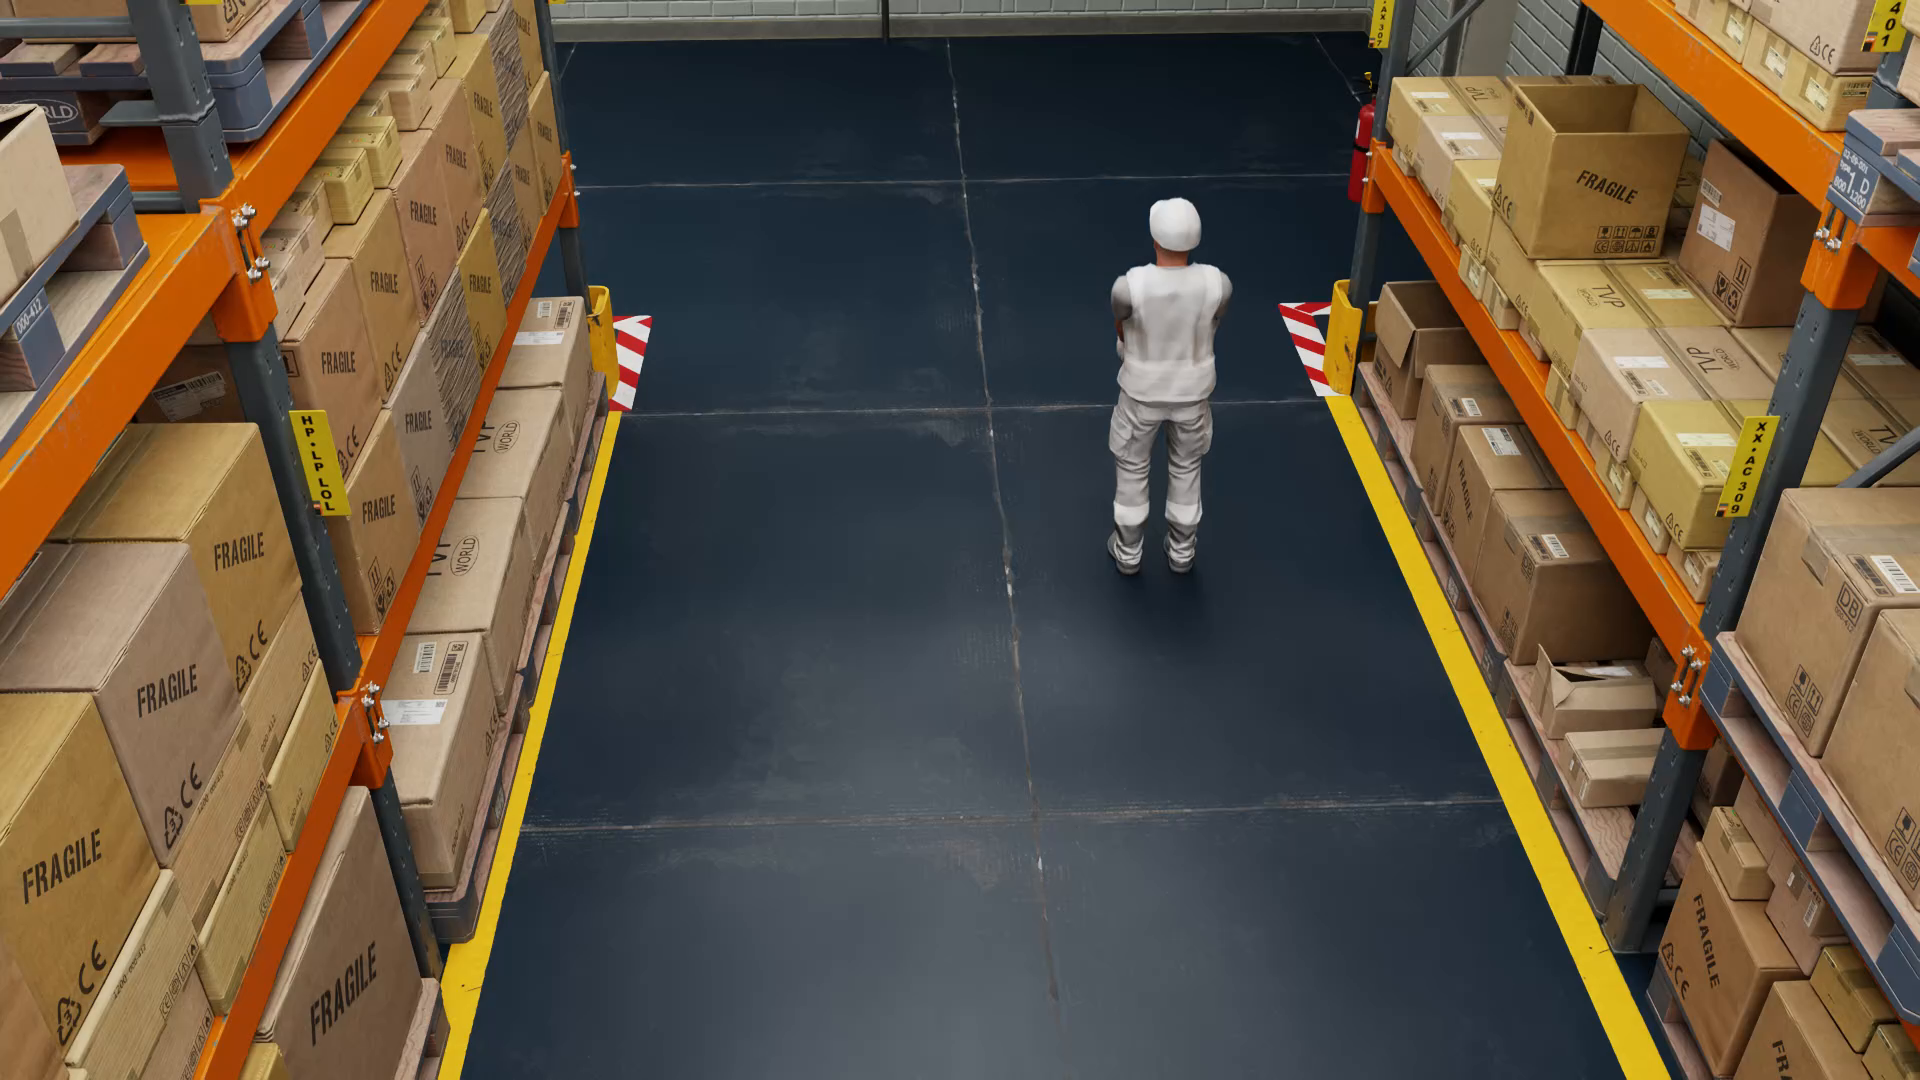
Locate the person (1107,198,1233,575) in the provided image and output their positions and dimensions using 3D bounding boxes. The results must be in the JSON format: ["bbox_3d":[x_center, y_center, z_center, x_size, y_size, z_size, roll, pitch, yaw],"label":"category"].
[{"bbox_3d":[0.854,-0.689,7.116,0.494,1.782,0.569,-1,35,-1],"label":"person"}]
